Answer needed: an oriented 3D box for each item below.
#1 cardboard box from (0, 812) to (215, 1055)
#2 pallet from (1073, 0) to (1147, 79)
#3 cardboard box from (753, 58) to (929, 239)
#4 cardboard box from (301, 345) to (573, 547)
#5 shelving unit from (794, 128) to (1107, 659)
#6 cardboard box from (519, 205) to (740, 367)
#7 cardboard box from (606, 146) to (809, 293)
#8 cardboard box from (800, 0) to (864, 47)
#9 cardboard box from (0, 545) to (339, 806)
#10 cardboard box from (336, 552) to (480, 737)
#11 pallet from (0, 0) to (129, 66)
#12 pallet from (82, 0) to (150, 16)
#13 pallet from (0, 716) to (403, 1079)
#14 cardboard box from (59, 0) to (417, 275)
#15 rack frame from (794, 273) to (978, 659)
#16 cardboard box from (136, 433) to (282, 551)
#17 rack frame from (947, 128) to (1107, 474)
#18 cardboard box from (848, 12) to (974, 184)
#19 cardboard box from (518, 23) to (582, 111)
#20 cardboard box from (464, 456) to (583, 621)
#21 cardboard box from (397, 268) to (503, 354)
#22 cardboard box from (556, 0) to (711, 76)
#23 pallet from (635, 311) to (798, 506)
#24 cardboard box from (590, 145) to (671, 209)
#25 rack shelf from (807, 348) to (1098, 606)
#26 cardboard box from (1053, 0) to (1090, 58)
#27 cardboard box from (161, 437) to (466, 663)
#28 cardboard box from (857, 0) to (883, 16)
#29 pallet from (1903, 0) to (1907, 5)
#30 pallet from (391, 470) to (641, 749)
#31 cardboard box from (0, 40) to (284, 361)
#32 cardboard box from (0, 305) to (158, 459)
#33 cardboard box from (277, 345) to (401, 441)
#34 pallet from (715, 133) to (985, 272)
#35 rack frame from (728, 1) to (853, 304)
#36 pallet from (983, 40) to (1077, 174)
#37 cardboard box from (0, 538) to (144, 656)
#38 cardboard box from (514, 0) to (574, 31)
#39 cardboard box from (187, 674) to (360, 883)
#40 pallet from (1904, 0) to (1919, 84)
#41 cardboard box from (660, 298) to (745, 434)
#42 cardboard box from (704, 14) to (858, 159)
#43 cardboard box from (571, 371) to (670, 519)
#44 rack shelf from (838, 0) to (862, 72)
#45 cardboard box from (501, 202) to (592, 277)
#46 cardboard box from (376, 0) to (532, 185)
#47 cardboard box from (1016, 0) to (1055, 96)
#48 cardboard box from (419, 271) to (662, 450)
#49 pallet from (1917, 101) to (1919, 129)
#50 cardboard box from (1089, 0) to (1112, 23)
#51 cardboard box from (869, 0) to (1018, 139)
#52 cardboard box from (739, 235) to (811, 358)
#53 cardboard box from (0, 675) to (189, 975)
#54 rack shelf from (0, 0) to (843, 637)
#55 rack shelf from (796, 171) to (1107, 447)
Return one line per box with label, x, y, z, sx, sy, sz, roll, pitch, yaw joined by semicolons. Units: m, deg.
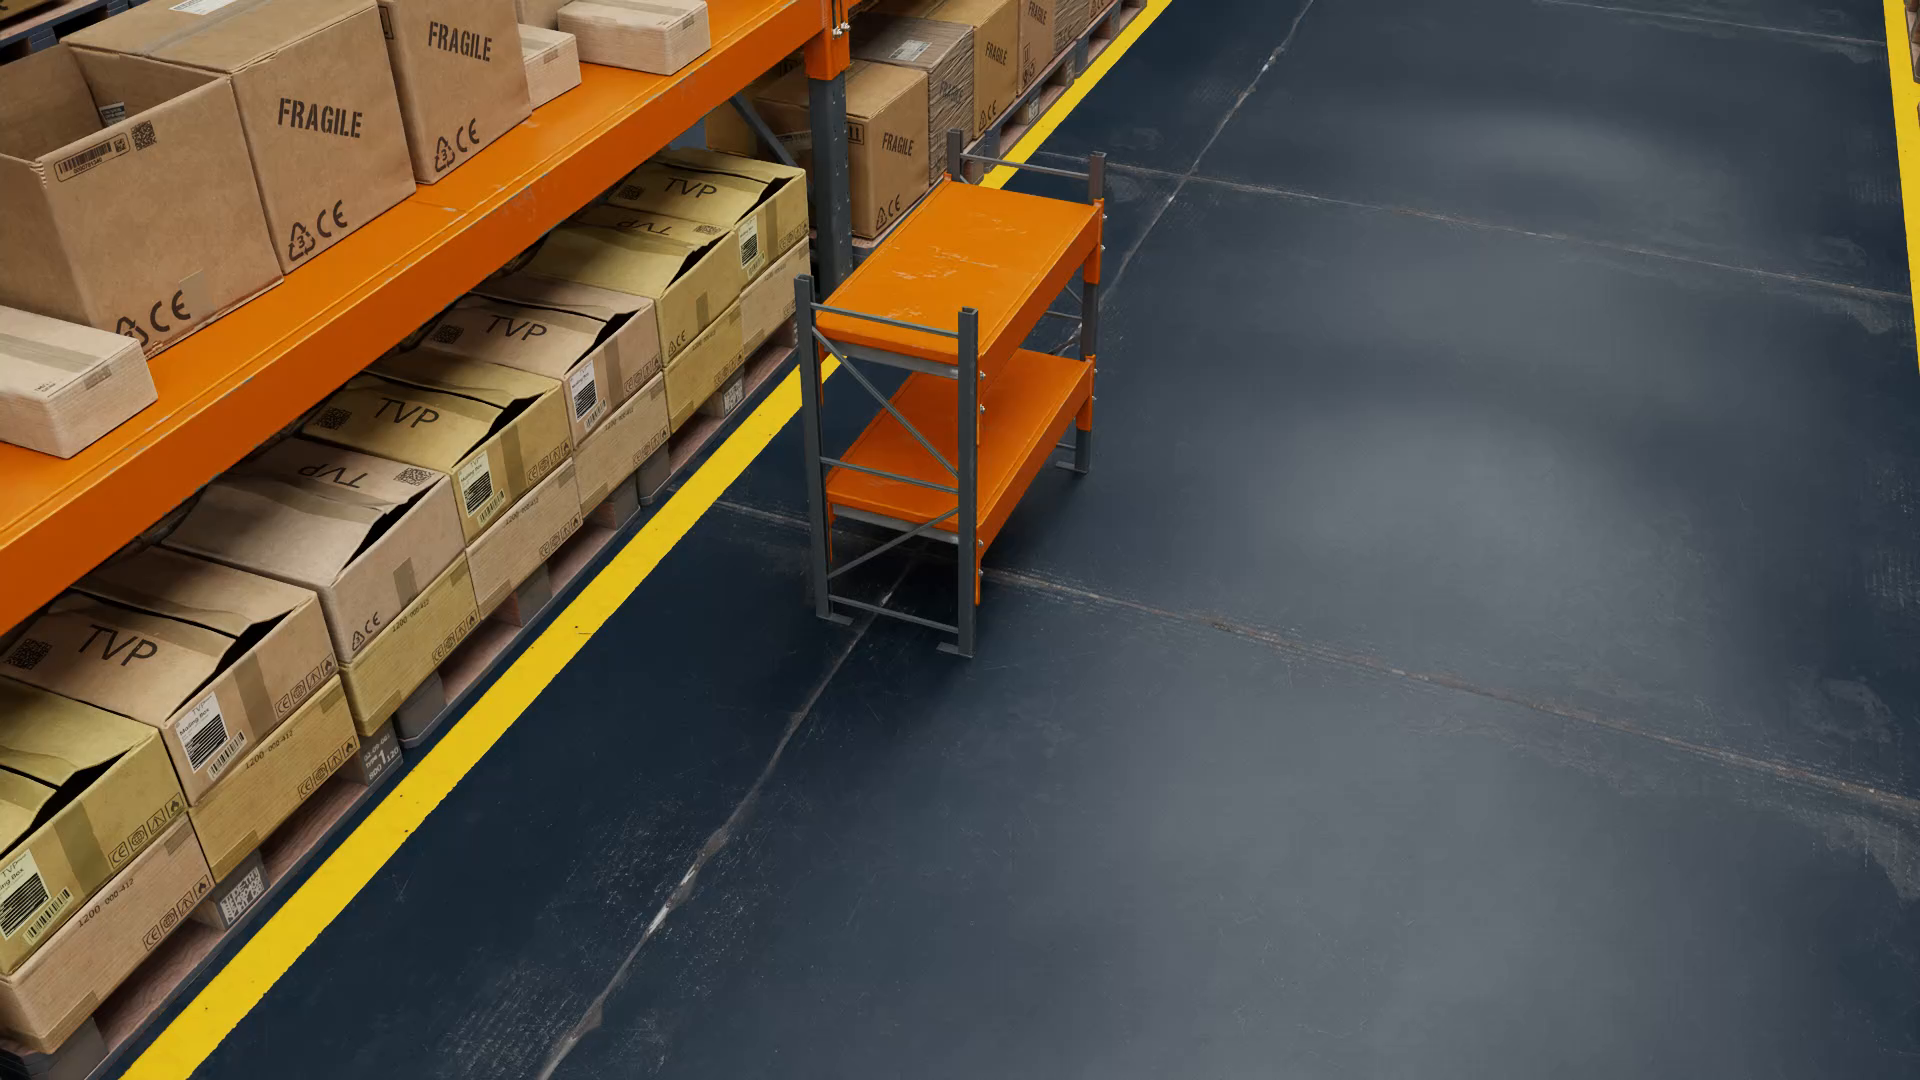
cardboard box;-2.033;0.783;3.642;0.500;0.250;0.500;13;39;17
pallet;0.354;-2.836;8.868;1.003;0.211;1.213;14;39;18
cardboard box;-0.456;-1.559;6.551;0.500;0.500;0.500;15;39;20
cardboard box;-1.444;-0.298;4.621;0.500;0.311;0.500;15;39;19
shelving unit;0.003;-0.454;4.918;0.538;1.125;1.048;14;39;18
cardboard box;-1.057;-0.854;5.364;0.500;0.311;0.500;13;39;17
cardboard box;-0.865;-1.143;5.751;0.500;0.311;0.500;15;39;19
cardboard box;-0.737;-2.276;6.884;0.500;0.250;0.500;15;39;19
cardboard box;-1.833;0.278;3.851;0.500;0.311;0.500;13;39;17
cardboard box;-1.643;0.213;4.405;0.500;0.250;0.500;13;39;16
pallet;-5.107;-2.626;8.587;1.003;0.211;1.213;14;39;18
pallet;-4.641;-3.299;9.488;1.003;0.211;1.213;14;39;18
pallet;-2.171;0.717;4.114;1.003;0.211;1.213;14;39;18
cardboard box;-1.717;-1.013;4.017;0.500;0.500;0.500;14;39;18
rack frame;-0.191;-0.173;4.542;0.500;1.125;0.032;14;39;18
cardboard box;-2.142;-0.129;4.395;0.500;0.311;0.500;14;39;18
rack frame;0.196;-0.736;5.295;0.500;1.125;0.032;14;39;18
cardboard box;-0.262;-1.851;6.941;0.500;0.500;0.500;12;39;16
cardboard box;-1.327;-1.378;4.798;0.380;0.149;0.250;17;40;21
cardboard box;-1.448;-0.068;4.782;0.500;0.250;0.500;15;39;19
cardboard box;-1.753;-0.691;5.147;0.500;0.311;0.500;13;39;17
cardboard box;-0.980;-1.536;5.009;0.380;0.149;0.250;14;39;18
pallet;-1.243;-0.634;5.922;1.003;0.211;1.213;14;39;18
cardboard box;-1.365;-1.266;5.916;0.500;0.311;0.500;15;39;19
rack shelf;0.003;-0.258;5.065;0.538;0.278;1.000;14;39;18
cardboard box;0.318;-2.699;8.076;0.500;0.500;0.500;14;39;18
cardboard box;-1.637;-0.009;4.234;0.500;0.311;0.500;13;39;16
cardboard box;-0.558;-2.230;7.449;0.500;0.500;0.500;12;39;16
pallet;5.914;-3.259;9.433;1.003;0.211;1.213;14;39;18
pallet;-1.709;0.039;5.021;1.003;0.211;1.213;14;39;18
cardboard box;-1.908;-0.736;3.646;0.500;0.500;0.500;17;40;21
cardboard box;-1.889;-0.326;3.391;0.380;0.149;0.250;14;39;18
cardboard box;-1.948;-0.407;4.766;0.500;0.311;0.500;13;39;17
pallet;-0.575;-1.485;7.061;1.003;0.211;1.213;14;39;18
rack frame;-0.894;-2.198;5.685;1.000;3.000;0.127;14;39;18
pallet;-0.109;-2.158;7.962;1.003;0.211;1.213;14;39;18
cardboard box;-2.335;0.147;4.026;0.500;0.311;0.500;15;39;19
cardboard box;-1.413;-1.711;5.108;0.500;0.311;0.500;13;39;17
cardboard box;-1.837;0.501;4.021;0.500;0.250;0.500;15;39;19
pallet;5.451;-2.581;8.526;1.003;0.211;1.213;14;39;18
cardboard box;-1.061;-0.631;5.535;0.500;0.250;0.500;13;39;17
cardboard box;-0.755;-1.944;7.066;0.500;0.500;0.500;15;39;20
cardboard box;-1.255;-0.354;5.164;0.500;0.250;0.500;15;39;19
rack shelf;-0.133;-3.017;7.381;1.077;0.370;4.000;14;39;18
cardboard box;-1.557;-0.973;5.524;0.500;0.311;0.500;13;39;17
cardboard box;-1.517;-1.305;4.407;0.500;0.500;0.500;12;38;15
cardboard box;0.127;-2.417;7.699;0.500;0.500;0.500;13;39;16
cardboard box;-1.252;-0.575;4.991;0.500;0.311;0.500;14;39;17
pallet;4.875;-1.747;7.411;1.003;0.211;1.213;14;39;18
cardboard box;0.510;-2.977;8.448;0.500;0.500;0.500;14;39;18
cardboard box;-0.067;-2.127;7.311;0.500;0.500;0.500;13;39;17
cardboard box;-0.868;-0.918;5.918;0.500;0.250;0.500;15;39;19
cardboard box;-2.028;0.554;3.481;0.500;0.311;0.500;14;39;18
rack shelf;-1.655;-0.802;4.418;1.077;0.370;4.000;14;39;18
rack shelf;0.003;-0.689;4.743;0.538;0.278;1.000;14;39;18
